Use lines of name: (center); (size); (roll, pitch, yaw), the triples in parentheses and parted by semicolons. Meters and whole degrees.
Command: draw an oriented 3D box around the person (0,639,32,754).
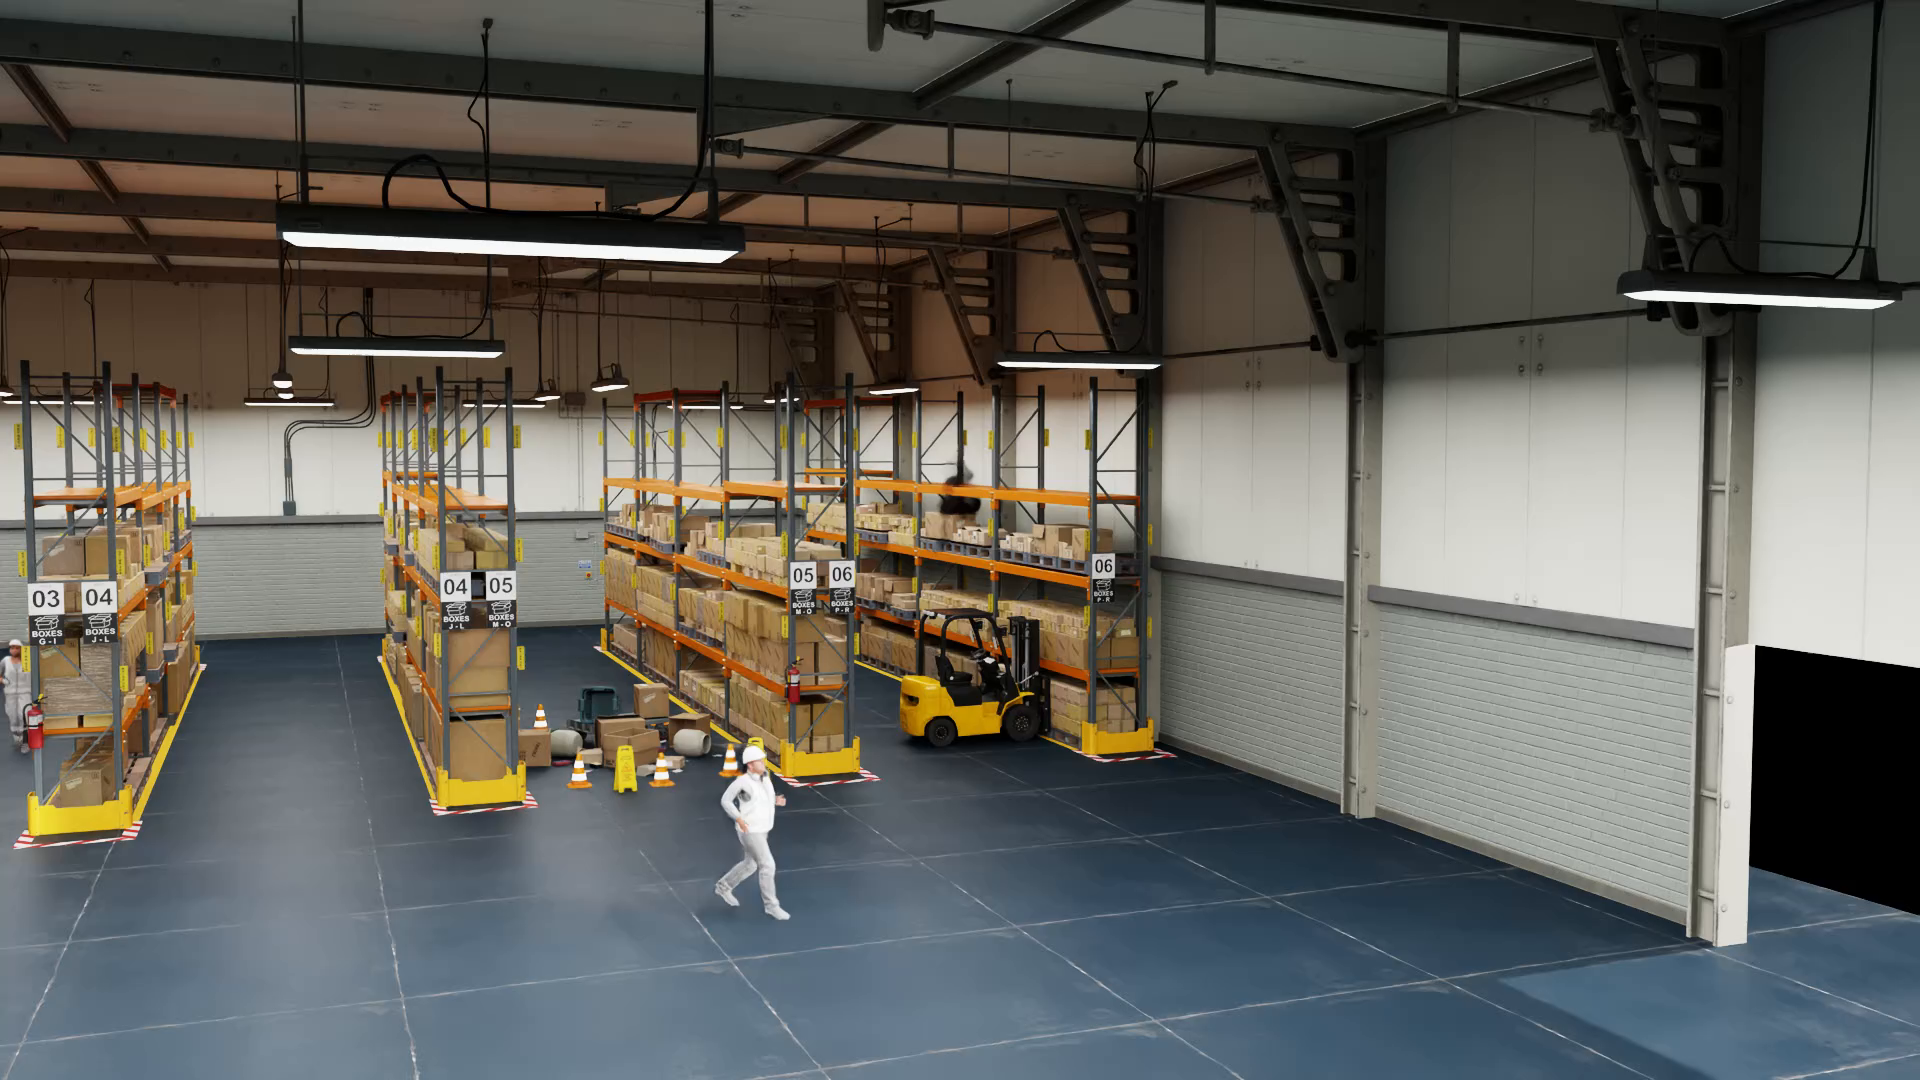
person: (-15.123, 2.517, 26.720); (0.680, 1.864, 0.770); (-1, 4, -22)

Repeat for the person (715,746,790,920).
person: (-2.178, 3.058, 17.528); (0.892, 1.801, 0.641); (1, 4, 18)
